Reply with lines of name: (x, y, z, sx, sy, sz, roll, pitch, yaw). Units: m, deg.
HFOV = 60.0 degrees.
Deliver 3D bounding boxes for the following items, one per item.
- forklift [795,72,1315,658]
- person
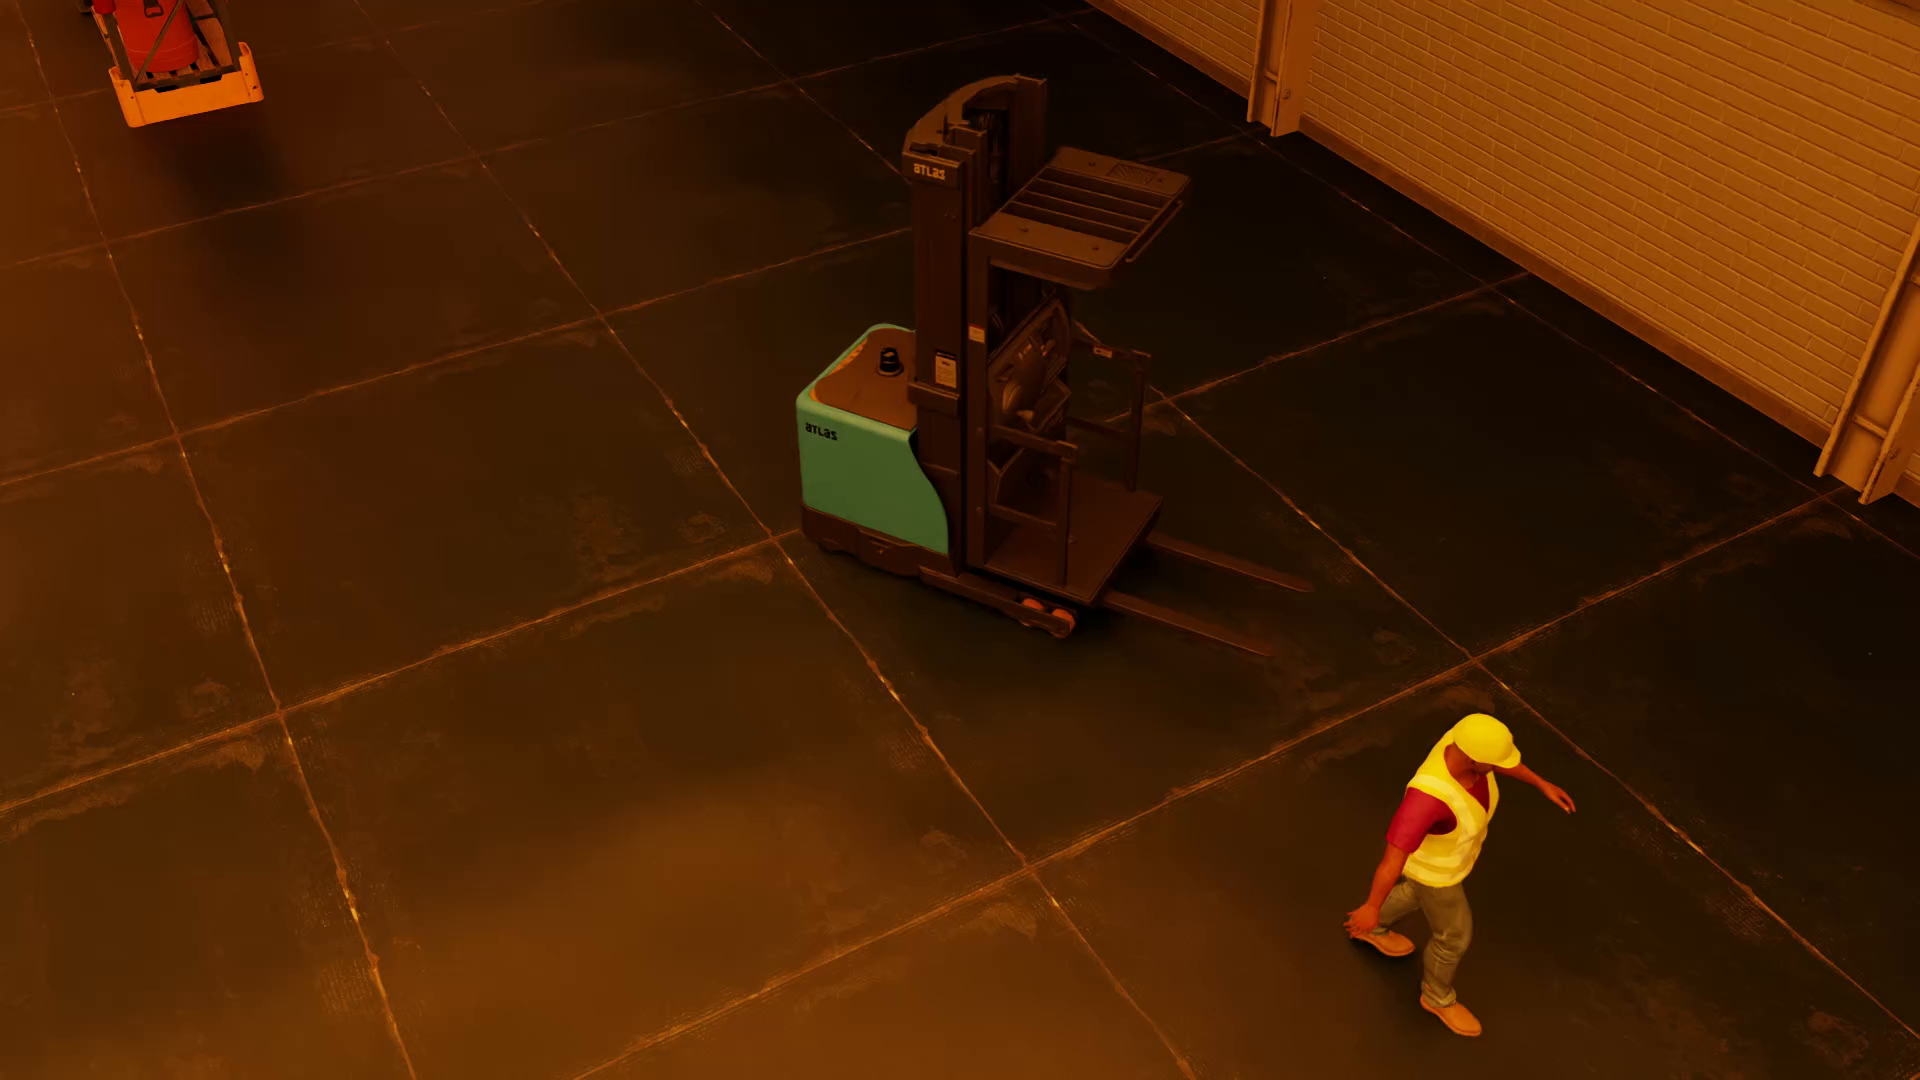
forklift: (0.568, -0.952, 9.183, 3.031, 2.935, 1.130, 19, 43, 21)
person: (2.135, 1.421, 7.265, 0.765, 1.745, 1.020, 23, 45, 25)
